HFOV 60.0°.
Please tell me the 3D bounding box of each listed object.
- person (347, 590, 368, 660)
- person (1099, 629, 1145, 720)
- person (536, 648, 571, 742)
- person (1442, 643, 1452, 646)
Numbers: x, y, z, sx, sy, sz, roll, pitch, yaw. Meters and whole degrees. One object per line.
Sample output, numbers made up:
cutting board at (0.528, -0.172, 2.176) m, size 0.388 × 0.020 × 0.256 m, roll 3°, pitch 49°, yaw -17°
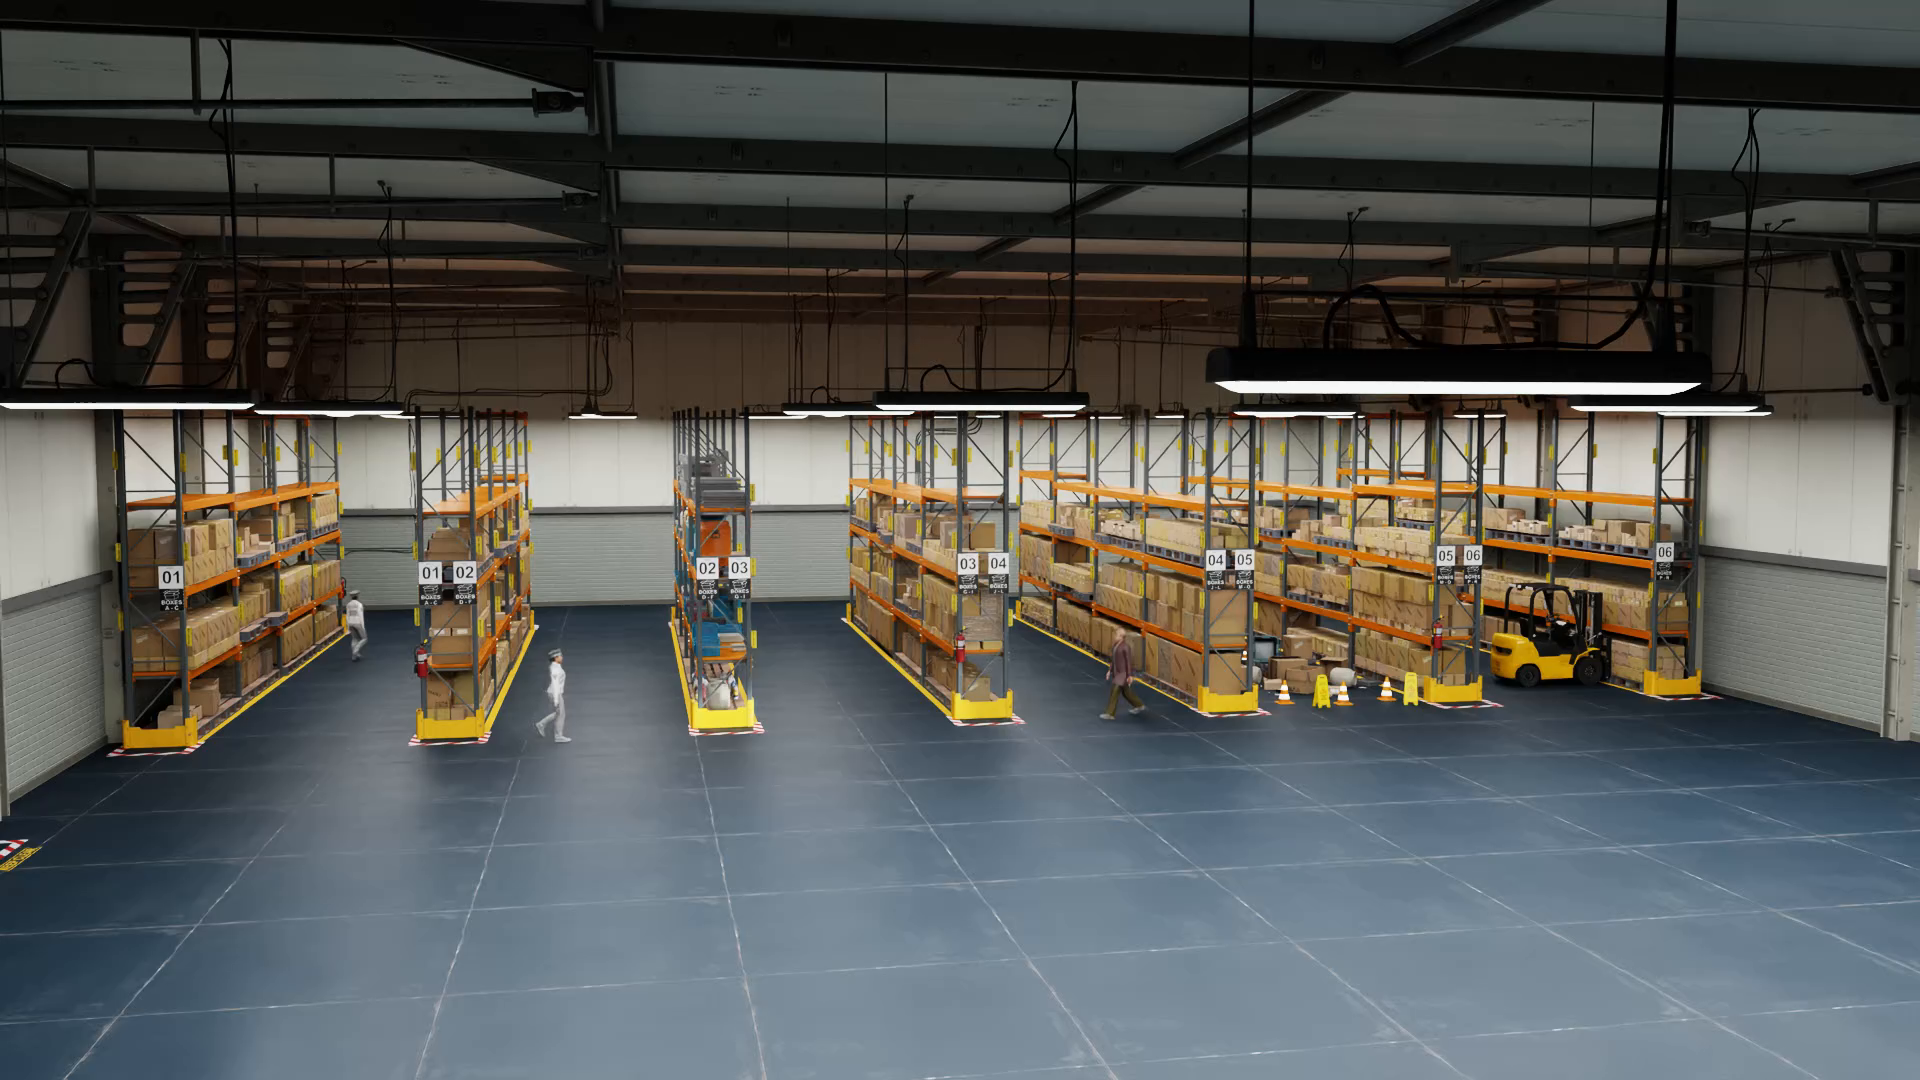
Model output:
person at (-14.514, 2.060, 39.878) m, size 0.512 × 1.662 × 0.464 m, roll 2°, pitch 4°, yaw 24°
person at (3.120, 2.573, 32.045) m, size 1.137 × 1.730 × 0.646 m, roll -2°, pitch 5°, yaw -28°
person at (-7.262, 2.762, 29.646) m, size 0.625 × 1.675 × 0.482 m, roll -1°, pitch 4°, yaw -11°
person at (11.248, 2.191, 38.375) m, size 0.510 × 1.621 × 0.674 m, roll -2°, pitch 5°, yaw -27°
